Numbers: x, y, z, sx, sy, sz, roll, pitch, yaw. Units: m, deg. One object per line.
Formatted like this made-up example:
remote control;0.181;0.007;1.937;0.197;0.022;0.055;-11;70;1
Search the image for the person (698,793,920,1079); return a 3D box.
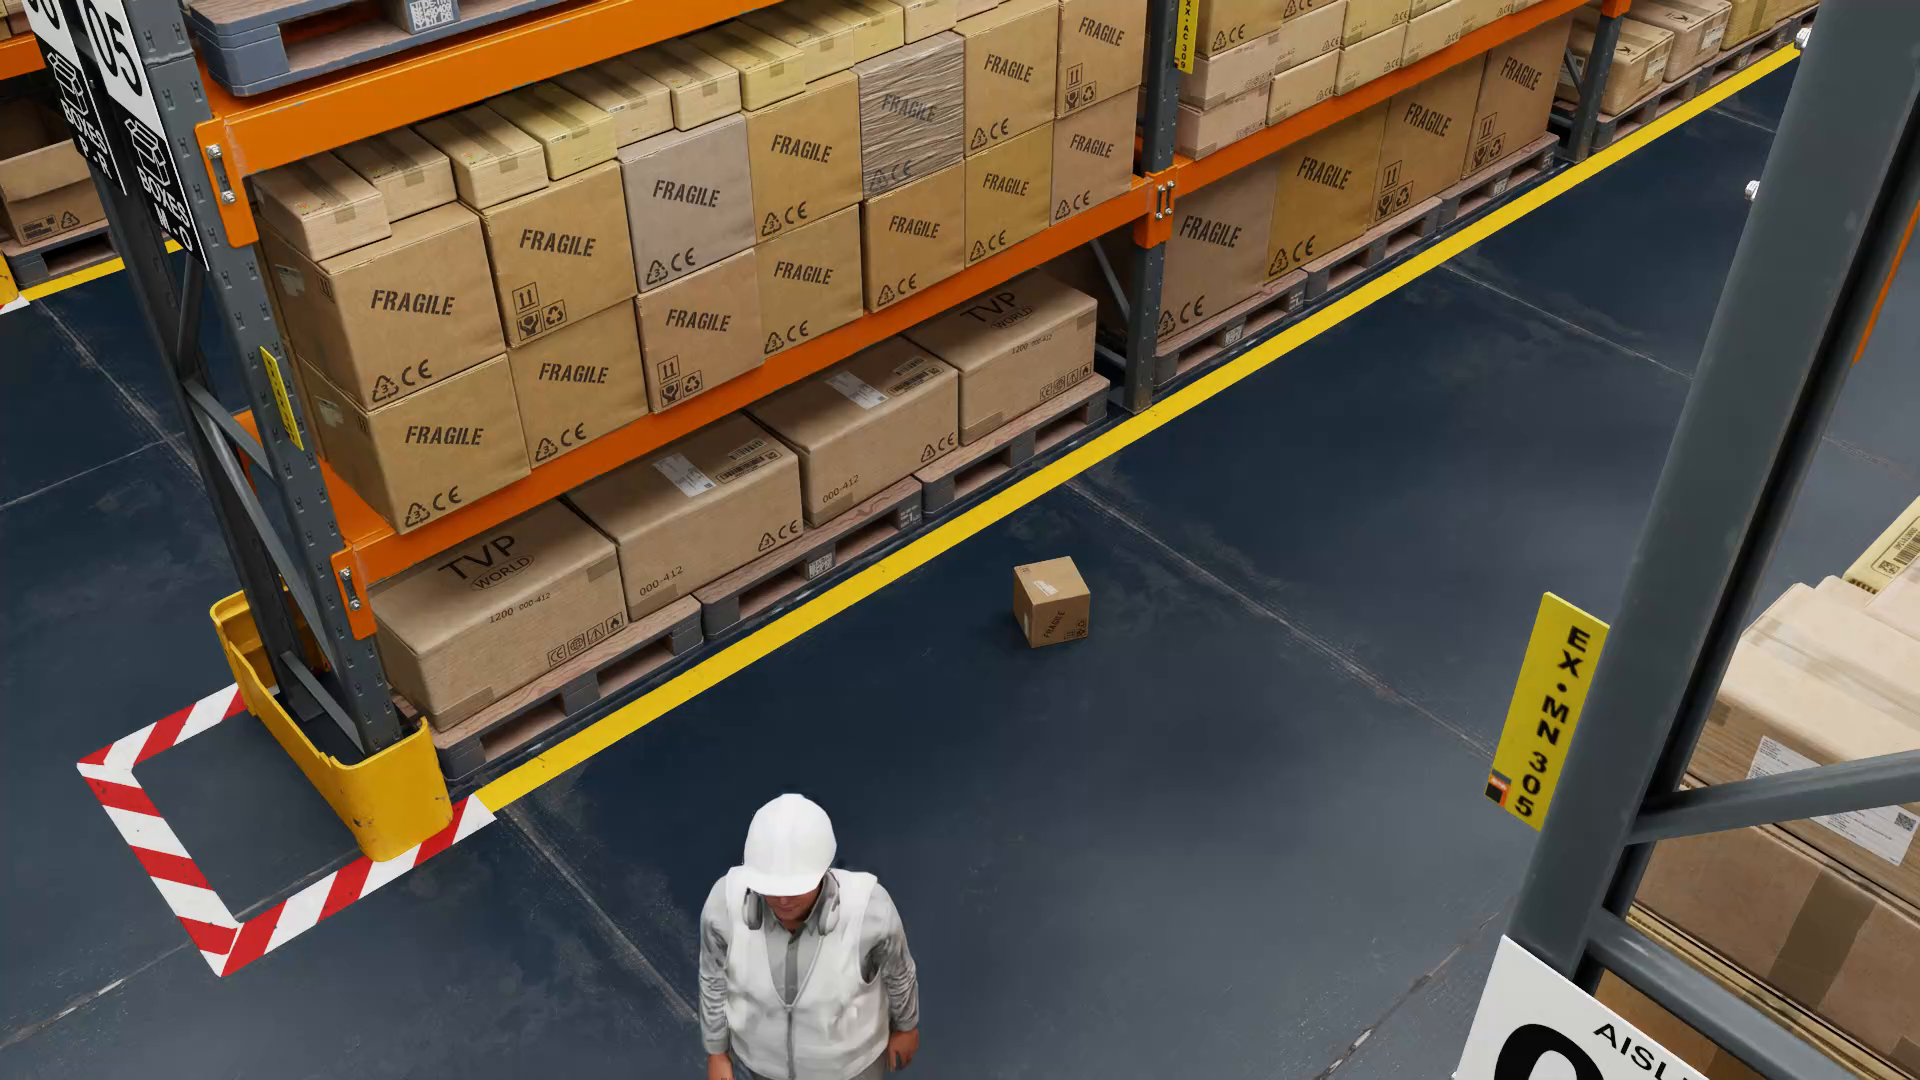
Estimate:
person;-0.401;1.360;4.519;0.567;1.846;0.541;6;40;7
